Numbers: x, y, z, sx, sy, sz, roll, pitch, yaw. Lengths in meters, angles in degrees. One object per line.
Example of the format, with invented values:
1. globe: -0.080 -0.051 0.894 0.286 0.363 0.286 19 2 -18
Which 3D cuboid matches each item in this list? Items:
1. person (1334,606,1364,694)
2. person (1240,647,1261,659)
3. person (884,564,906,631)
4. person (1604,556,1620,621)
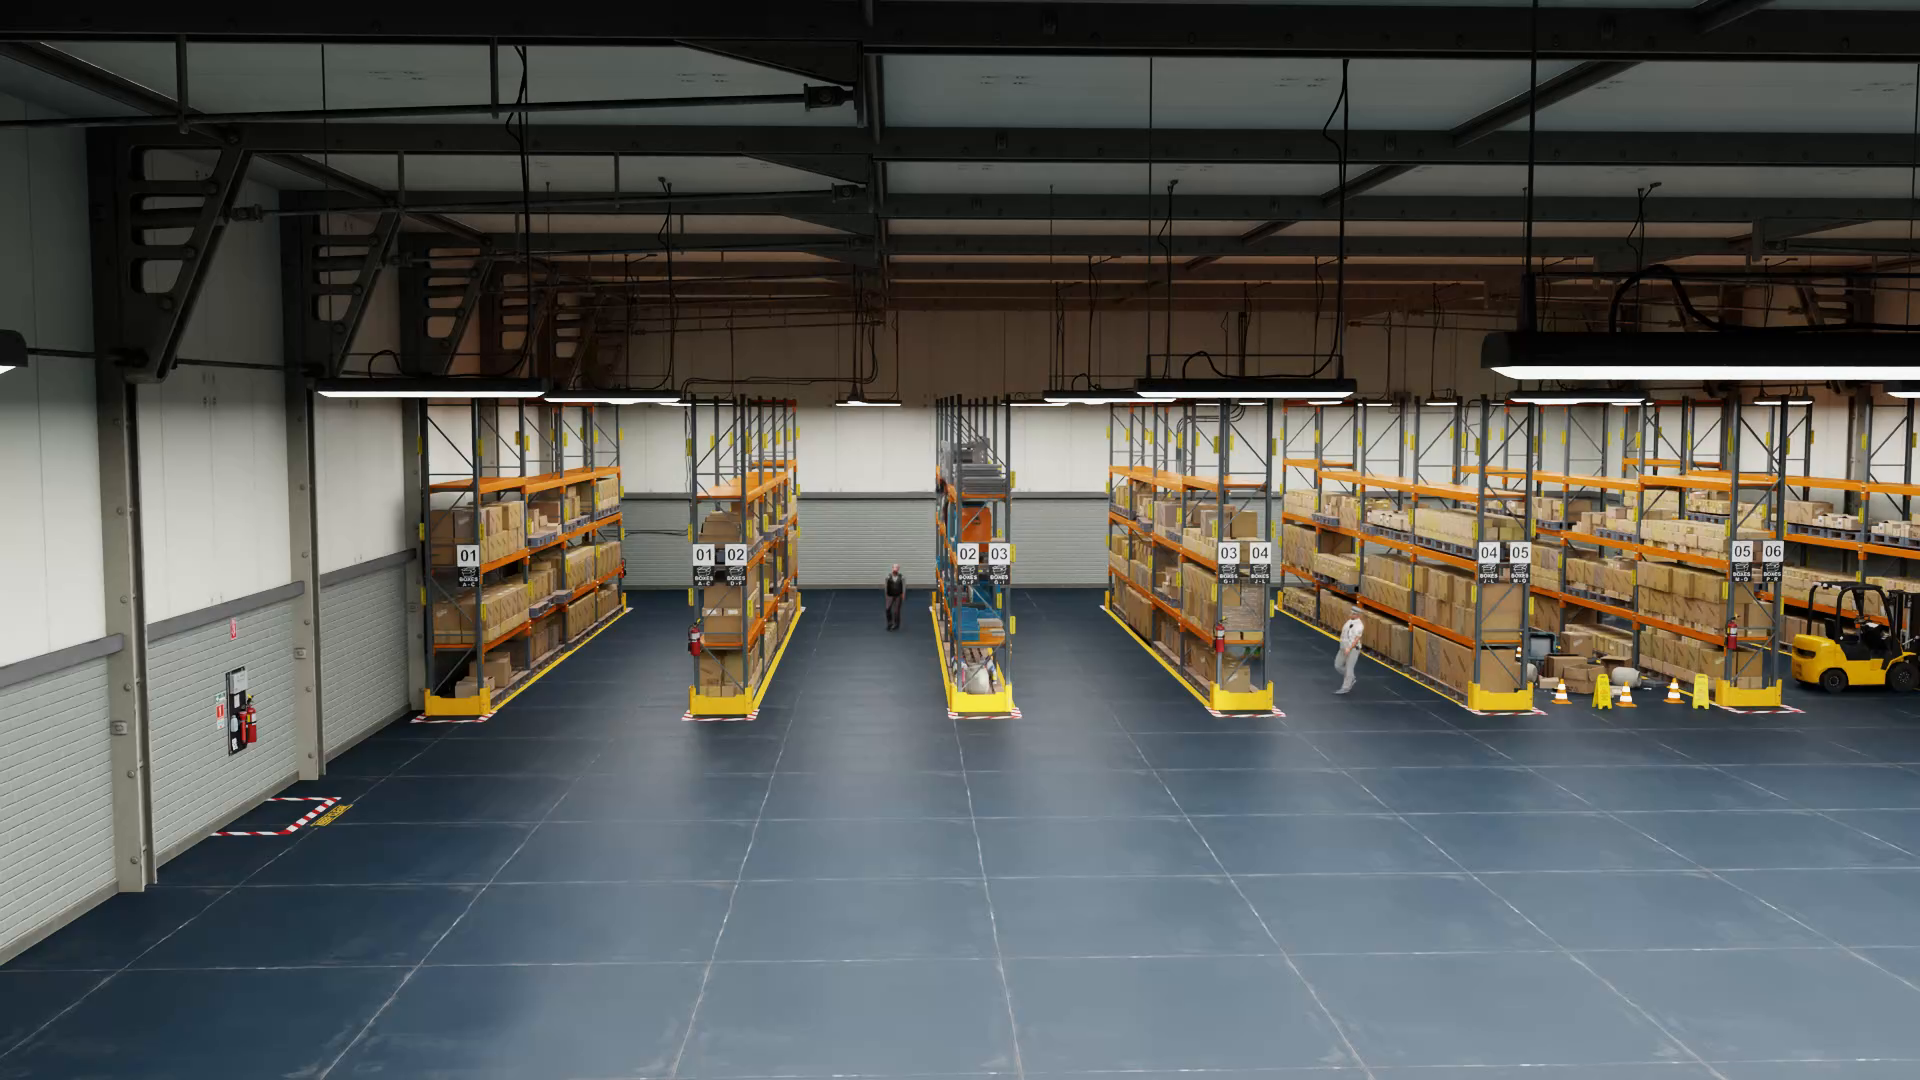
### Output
1. person: 7.807 2.208 33.563 0.625 1.758 0.606 -3 5 -30
2. person: 6.728 1.834 38.112 0.475 1.792 0.550 -4 6 -42
3. person: -1.683 1.489 43.022 0.602 1.733 0.547 1 5 13
4. person: 17.669 1.325 44.909 0.503 1.805 0.621 1 5 15
